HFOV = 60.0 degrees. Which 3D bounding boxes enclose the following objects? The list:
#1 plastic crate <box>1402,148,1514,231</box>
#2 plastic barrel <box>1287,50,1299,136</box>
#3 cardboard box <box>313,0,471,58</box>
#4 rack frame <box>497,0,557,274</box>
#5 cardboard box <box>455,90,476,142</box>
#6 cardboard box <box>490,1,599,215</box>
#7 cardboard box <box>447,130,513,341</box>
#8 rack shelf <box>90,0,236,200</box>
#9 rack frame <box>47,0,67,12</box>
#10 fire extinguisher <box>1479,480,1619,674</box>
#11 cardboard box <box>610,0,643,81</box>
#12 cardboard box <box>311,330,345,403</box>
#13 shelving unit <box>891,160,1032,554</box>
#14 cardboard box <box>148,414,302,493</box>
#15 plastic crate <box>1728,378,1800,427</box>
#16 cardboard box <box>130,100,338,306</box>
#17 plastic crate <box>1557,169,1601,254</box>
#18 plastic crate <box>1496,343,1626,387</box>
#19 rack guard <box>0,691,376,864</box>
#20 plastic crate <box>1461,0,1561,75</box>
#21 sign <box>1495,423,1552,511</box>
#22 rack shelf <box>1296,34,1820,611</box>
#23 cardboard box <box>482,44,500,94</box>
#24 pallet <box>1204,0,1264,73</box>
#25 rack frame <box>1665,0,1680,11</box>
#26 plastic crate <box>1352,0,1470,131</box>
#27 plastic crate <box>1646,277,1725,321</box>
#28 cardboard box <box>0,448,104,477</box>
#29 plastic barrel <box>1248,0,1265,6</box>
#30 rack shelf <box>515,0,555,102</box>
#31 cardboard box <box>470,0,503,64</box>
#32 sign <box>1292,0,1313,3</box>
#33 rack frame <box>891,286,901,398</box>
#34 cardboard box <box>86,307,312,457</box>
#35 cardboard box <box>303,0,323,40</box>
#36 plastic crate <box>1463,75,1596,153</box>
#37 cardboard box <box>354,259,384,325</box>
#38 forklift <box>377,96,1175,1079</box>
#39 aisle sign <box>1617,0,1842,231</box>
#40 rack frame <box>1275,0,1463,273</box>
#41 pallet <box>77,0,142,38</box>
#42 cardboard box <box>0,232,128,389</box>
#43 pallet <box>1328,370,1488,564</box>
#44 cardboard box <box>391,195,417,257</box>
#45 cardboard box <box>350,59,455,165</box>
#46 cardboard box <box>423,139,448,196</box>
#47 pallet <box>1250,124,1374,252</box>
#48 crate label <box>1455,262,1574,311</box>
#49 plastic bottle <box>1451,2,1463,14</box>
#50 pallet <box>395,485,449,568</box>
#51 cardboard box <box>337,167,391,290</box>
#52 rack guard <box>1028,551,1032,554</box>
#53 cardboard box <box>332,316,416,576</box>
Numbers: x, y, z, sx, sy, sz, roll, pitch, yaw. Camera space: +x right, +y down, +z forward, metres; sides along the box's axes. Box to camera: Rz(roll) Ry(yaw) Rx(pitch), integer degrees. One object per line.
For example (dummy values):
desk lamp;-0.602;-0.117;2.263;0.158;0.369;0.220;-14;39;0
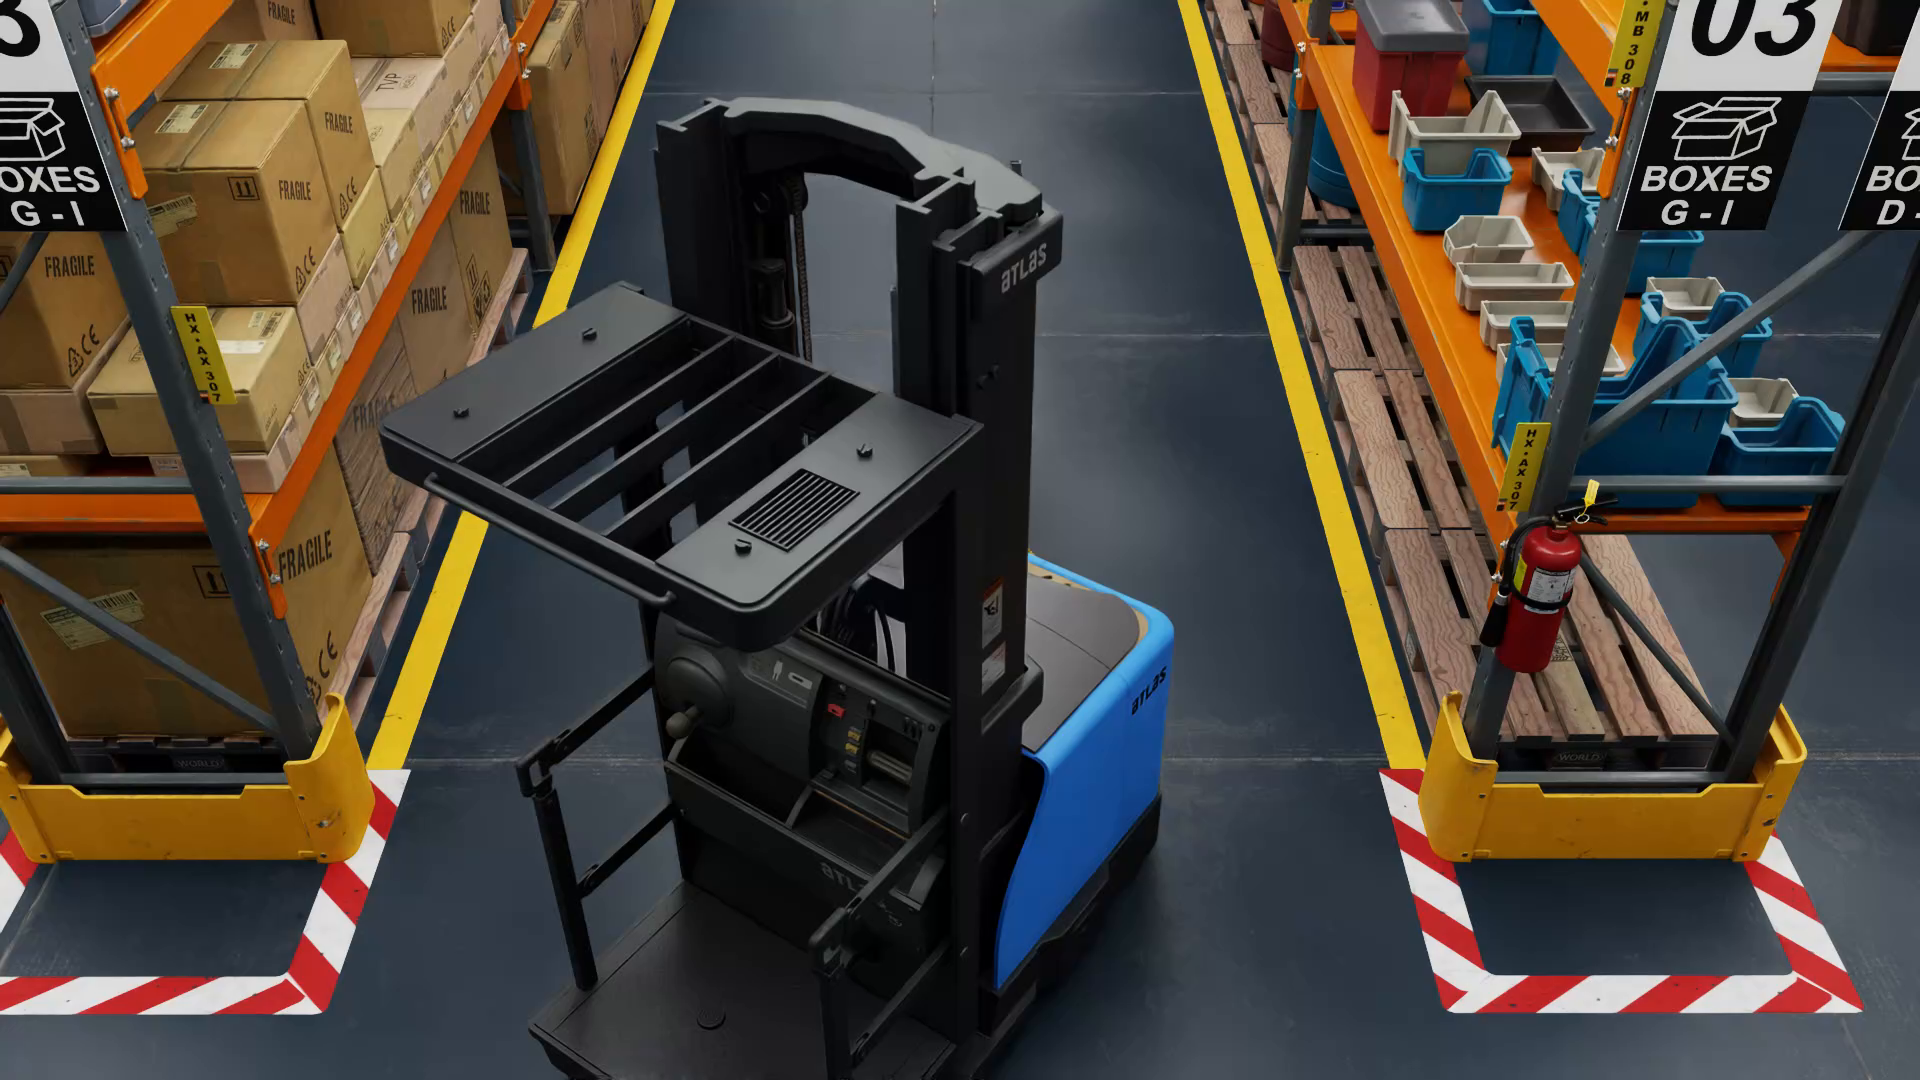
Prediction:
plastic crate;1.981;-1.405;6.690;0.416;0.233;0.300;0;39;0
plastic barrel;2.251;-2.792;9.678;0.600;0.901;0.708;0;39;0
cardboard box;-2.454;-2.410;7.141;0.500;0.500;0.500;0;39;0
rack frame;-2.718;-2.661;8.171;1.000;3.000;0.127;0;39;0
cardboard box;-2.389;-1.890;7.410;0.380;0.149;0.250;1;39;1
cardboard box;-2.739;-2.396;9.204;1.225;0.875;0.875;0;39;0
cardboard box;-2.797;-1.583;8.189;0.875;0.875;0.875;0;39;0
rack shelf;-2.716;-2.300;5.898;1.077;0.370;4.000;0;39;0
rack frame;-2.713;-2.500;3.174;1.000;3.000;0.127;0;39;0
fire extinguisher;1.785;0.108;5.077;0.296;0.674;0.183;0;39;0
cardboard box;-2.749;-3.508;10.592;1.225;0.875;0.875;0;39;0
cardboard box;-2.386;-0.604;5.806;0.380;0.149;0.250;-1;39;-1
shelving unit;0.000;-0.633;6.840;0.587;1.500;1.083;0;39;0
cardboard box;-2.384;-0.283;5.406;0.380;0.149;0.250;0;39;0
plastic crate;2.651;-0.439;5.561;0.250;0.136;0.298;0;39;0
cardboard box;-2.444;-1.122;5.534;0.500;0.500;0.500;-1;39;-1
plastic crate;2.567;-1.287;6.543;0.416;0.233;0.300;0;39;0
plastic crate;2.058;-0.593;5.754;0.396;0.136;0.243;0;39;0
rack guard;-2.713;0.831;5.813;1.175;0.500;0.348;0;39;0
plastic crate;2.577;-2.390;7.798;0.392;0.384;0.575;0;39;0
sign;1.690;-0.216;4.990;0.100;0.325;0.005;0;39;0
rack shelf;2.237;-1.133;6.840;1.077;0.370;4.000;0;39;0
cardboard box;-2.389;-2.211;7.811;0.380;0.149;0.250;1;39;1
pallet;2.273;-3.584;11.554;1.003;0.211;1.213;0;39;0
rack frame;2.240;-2.504;3.178;1.000;3.000;0.127;0;39;0
plastic crate;1.985;-2.154;7.440;0.402;0.464;0.583;0;39;0
plastic crate;2.650;-0.863;6.091;0.250;0.136;0.298;0;39;0
cardboard box;-3.043;-0.284;5.406;0.380;0.149;0.250;1;39;1
plastic barrel;2.248;-4.177;11.463;0.600;0.830;0.708;0;39;0
rack shelf;-2.720;-3.631;9.957;1.077;0.370;4.000;0;39;0
cardboard box;-2.455;-2.442;7.781;0.500;0.250;0.500;-1;39;-1
sign;1.685;-2.773;8.090;0.100;0.325;0.005;0;39;0
rack frame;0.000;-0.321;6.451;0.500;1.500;0.032;0;39;0
cardboard box;-2.444;-0.517;5.379;0.500;0.250;0.500;-1;39;-1
cardboard box;-2.980;-2.403;7.132;0.500;0.500;0.500;0;39;0
plastic crate;2.505;-1.880;7.370;0.437;0.125;0.590;0;39;0
cardboard box;-2.387;-0.926;6.208;0.380;0.149;0.250;-1;39;-1
forklift;-0.566;0.514;4.264;1.130;2.935;3.031;24;44;27
aisle sign;1.947;-1.132;4.185;0.394;0.787;0.004;0;39;0
rack frame;2.235;-2.664;8.176;1.000;3.000;0.127;0;39;0
pallet;-2.725;-1.759;4.719;1.003;0.211;1.213;0;39;0
cardboard box;-2.977;-0.814;5.149;0.500;0.500;0.500;0;39;1
pallet;2.279;-0.351;7.520;1.003;0.211;1.213;0;39;0
cardboard box;-2.387;-1.245;6.606;0.380;0.149;0.250;-1;39;-1
cardboard box;-2.451;-1.799;6.979;0.500;0.250;0.500;1;39;1
cardboard box;-2.388;-1.568;7.009;0.380;0.149;0.250;-1;39;-1
pallet;2.276;-2.059;9.650;1.003;0.211;1.213;0;39;0
crate label;2.047;-0.948;6.198;0.396;0.136;0.243;0;39;0
plastic bottle;2.559;-2.891;8.498;0.144;0.351;0.185;0;39;0
pallet;-2.791;-0.332;7.495;1.003;0.211;1.213;0;39;0
cardboard box;-2.448;-1.156;6.176;0.500;0.250;0.500;-1;39;-2
rack guard;0.000;0.166;6.843;0.587;0.250;0.087;0;39;0
cardboard box;-2.795;-0.463;6.793;0.875;0.875;0.875;0;39;0
